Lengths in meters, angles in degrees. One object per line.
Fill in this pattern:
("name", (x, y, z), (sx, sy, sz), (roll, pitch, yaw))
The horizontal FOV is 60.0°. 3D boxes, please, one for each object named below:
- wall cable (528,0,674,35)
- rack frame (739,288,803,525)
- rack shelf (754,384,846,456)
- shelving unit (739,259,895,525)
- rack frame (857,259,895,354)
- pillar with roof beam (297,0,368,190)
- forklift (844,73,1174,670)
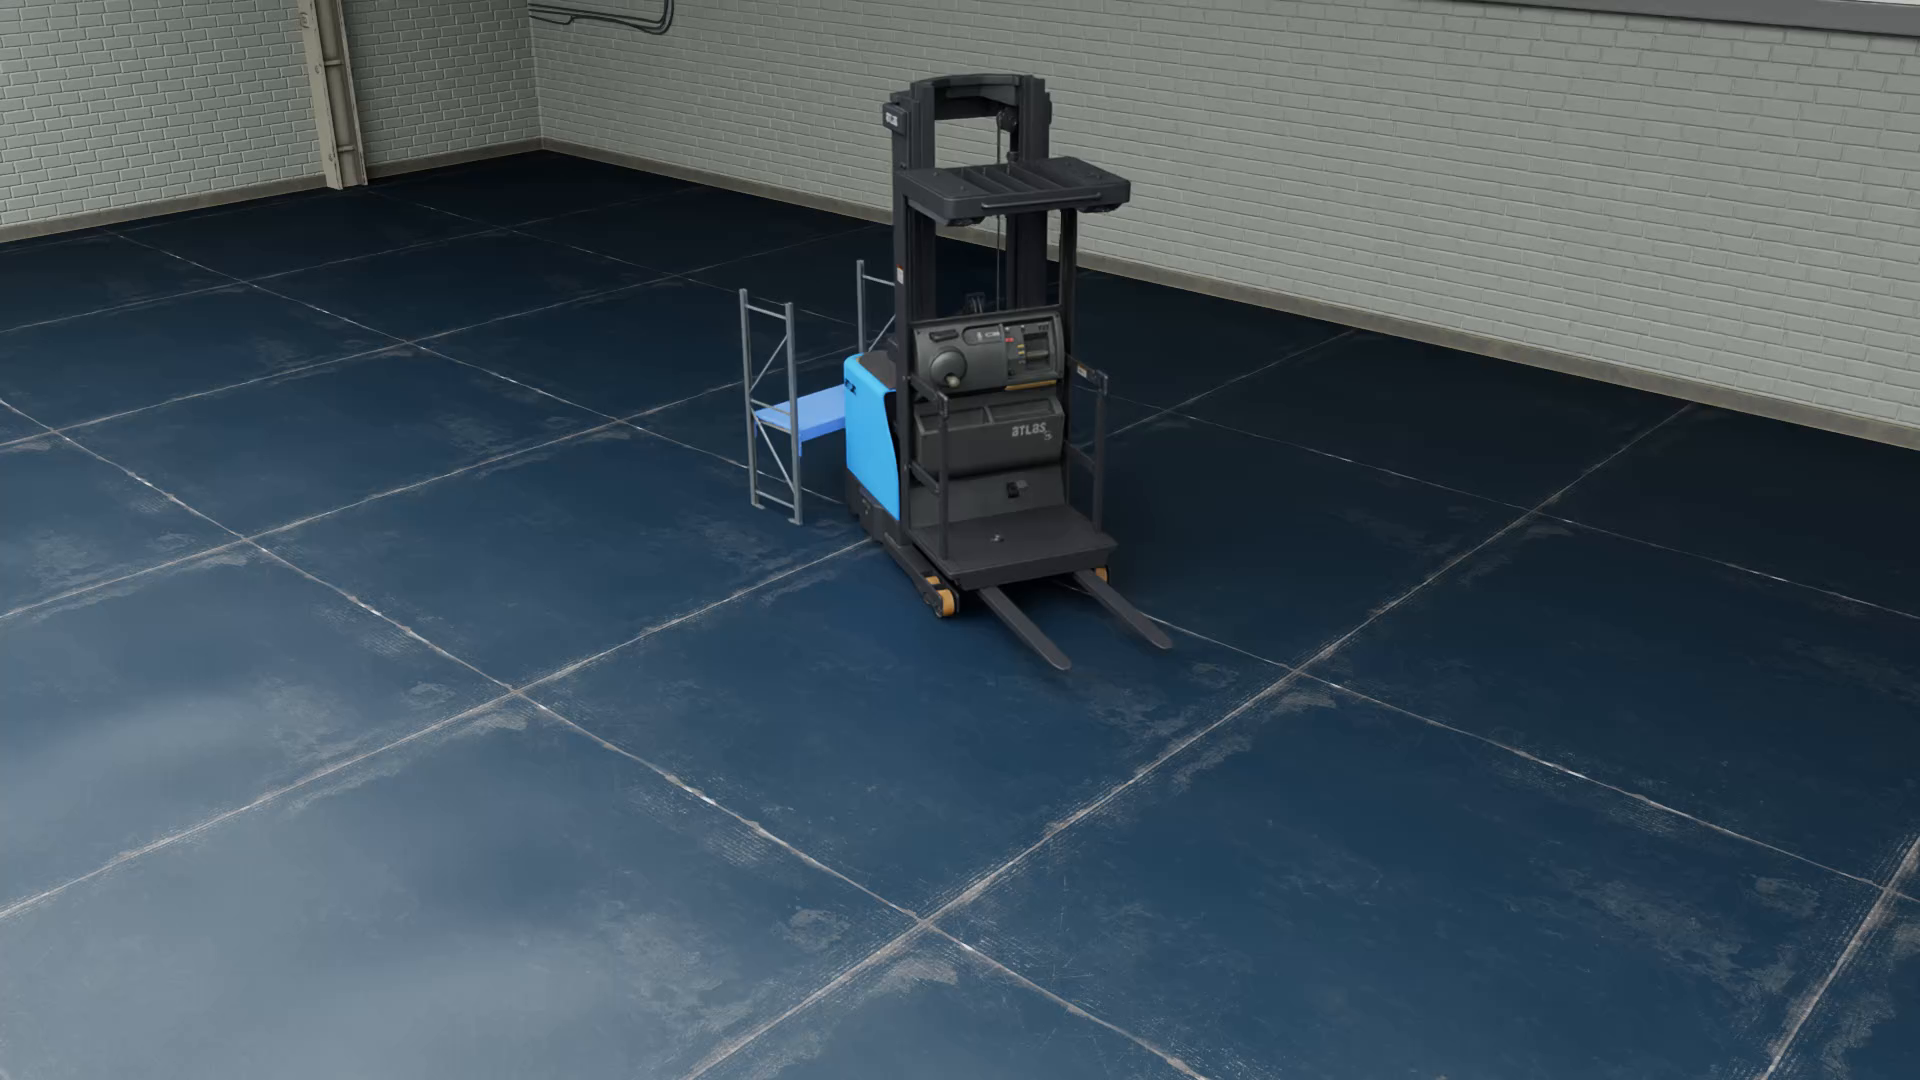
("wall cable", (-4.607, -7.602, 20.501), (3.097, 2.526, 0.112), (20, 31, 38))
("rack frame", (-1.229, -0.860, 10.834), (0.500, 1.500, 0.032), (22, 32, 40))
("rack shelf", (-0.873, -0.844, 11.239), (0.538, 0.185, 1.000), (22, 32, 40))
("shelving unit", (-0.873, -1.008, 11.165), (0.538, 1.500, 1.048), (22, 32, 40))
("rack frame", (-0.517, -1.156, 11.496), (0.500, 1.500, 0.032), (22, 32, 40))
("pillar with roof beam", (-4.352, -7.307, 16.048), (9.100, 9.000, 0.400), (20, 31, 38))
("forklift", (0.260, -1.080, 9.577), (1.130, 2.935, 3.031), (-10, 26, -20))
